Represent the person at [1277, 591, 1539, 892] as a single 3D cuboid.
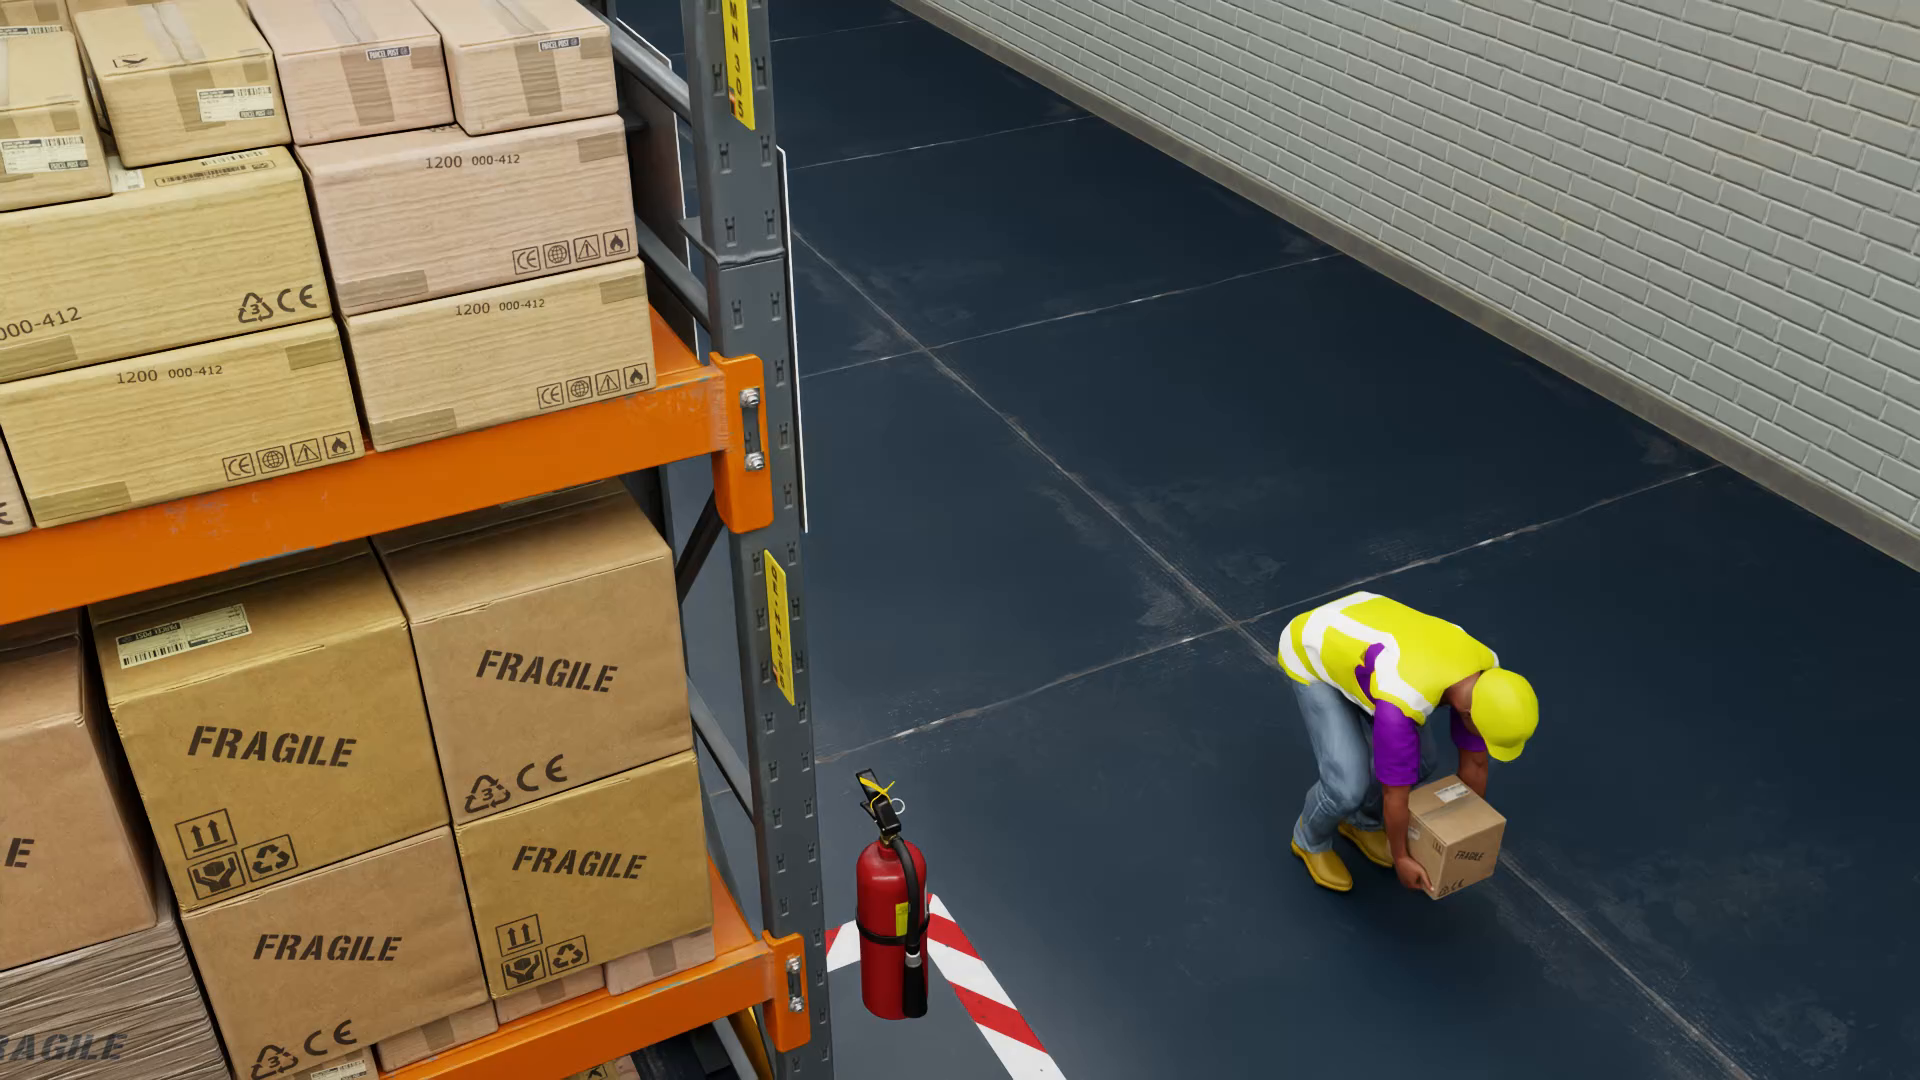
[{"bbox_3d":[1.470,0.719,5.576,0.504,1.142,0.960,-18,37,-25],"label":"person"}]
